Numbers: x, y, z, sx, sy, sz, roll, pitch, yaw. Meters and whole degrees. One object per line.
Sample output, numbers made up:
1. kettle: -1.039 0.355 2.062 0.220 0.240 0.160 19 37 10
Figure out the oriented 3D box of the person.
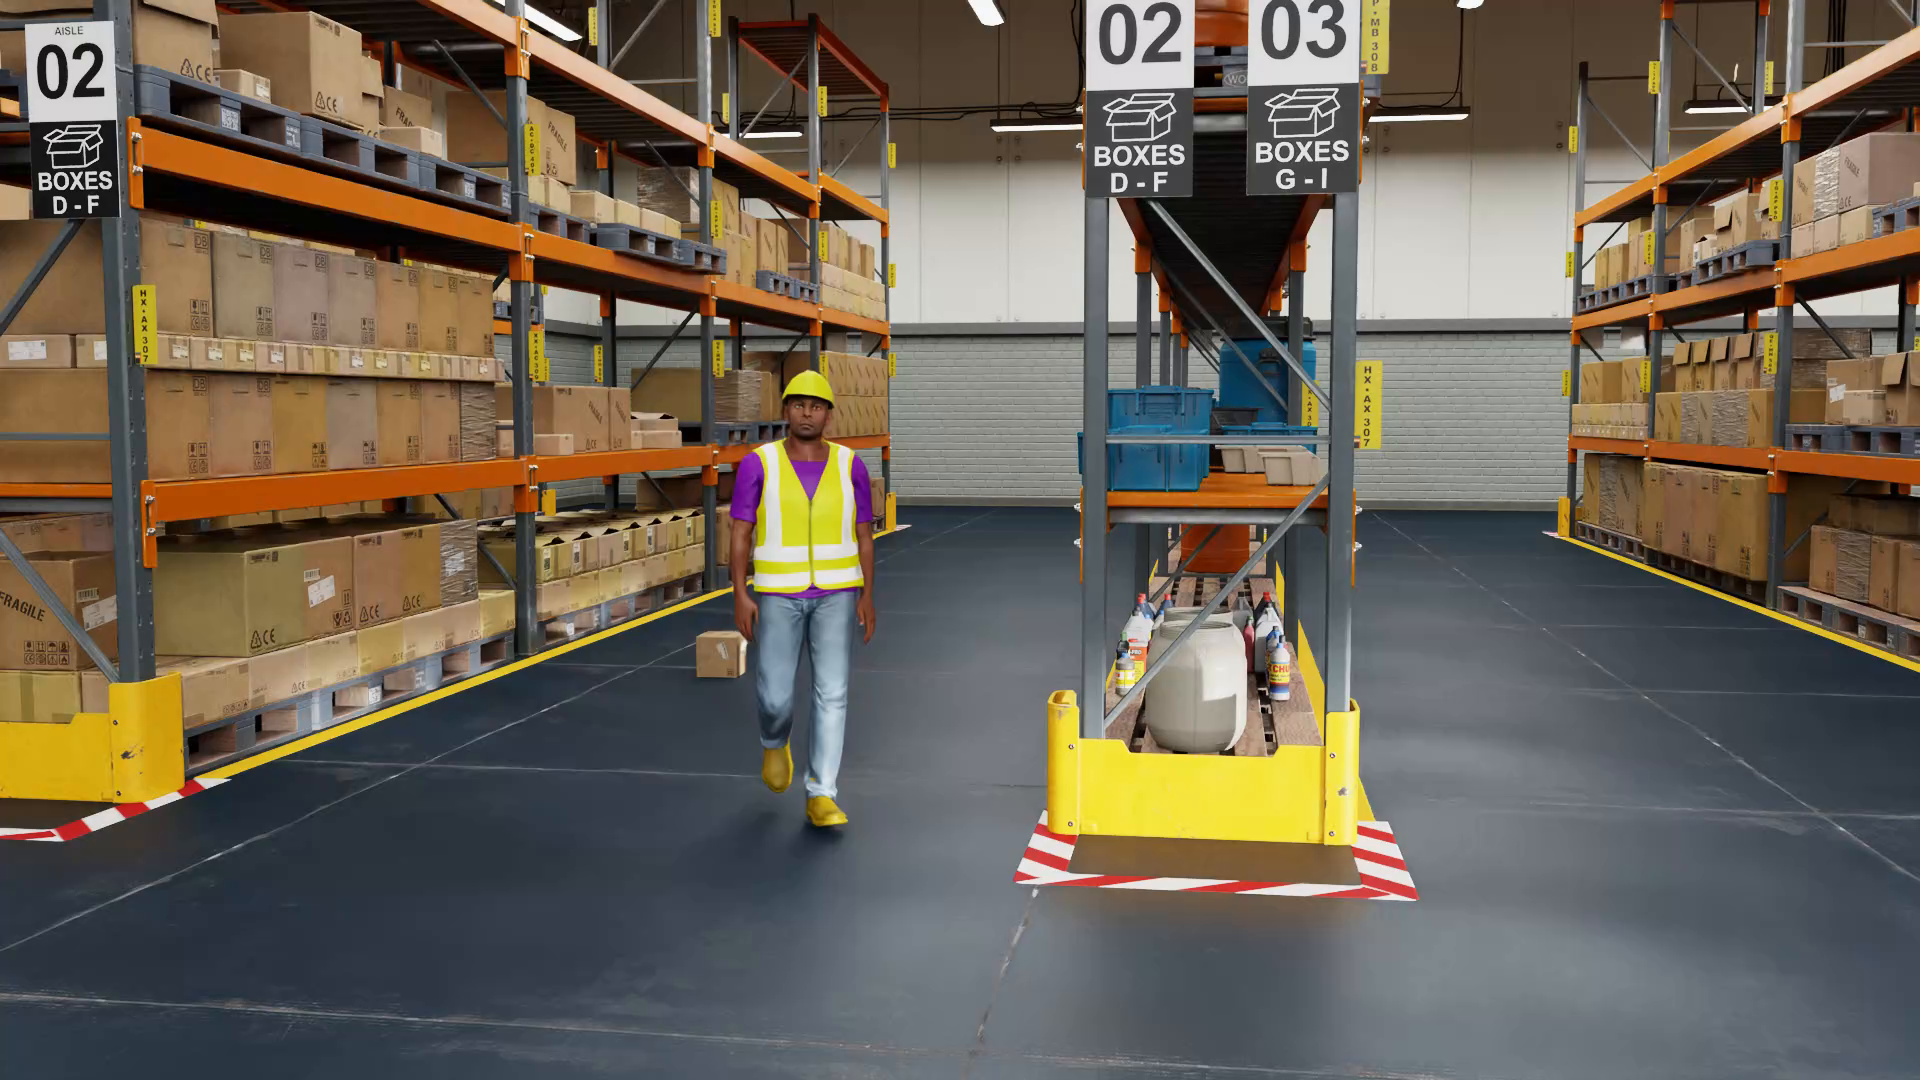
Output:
1. person: -0.617 0.212 6.549 0.576 1.754 0.674 -1 5 -13
